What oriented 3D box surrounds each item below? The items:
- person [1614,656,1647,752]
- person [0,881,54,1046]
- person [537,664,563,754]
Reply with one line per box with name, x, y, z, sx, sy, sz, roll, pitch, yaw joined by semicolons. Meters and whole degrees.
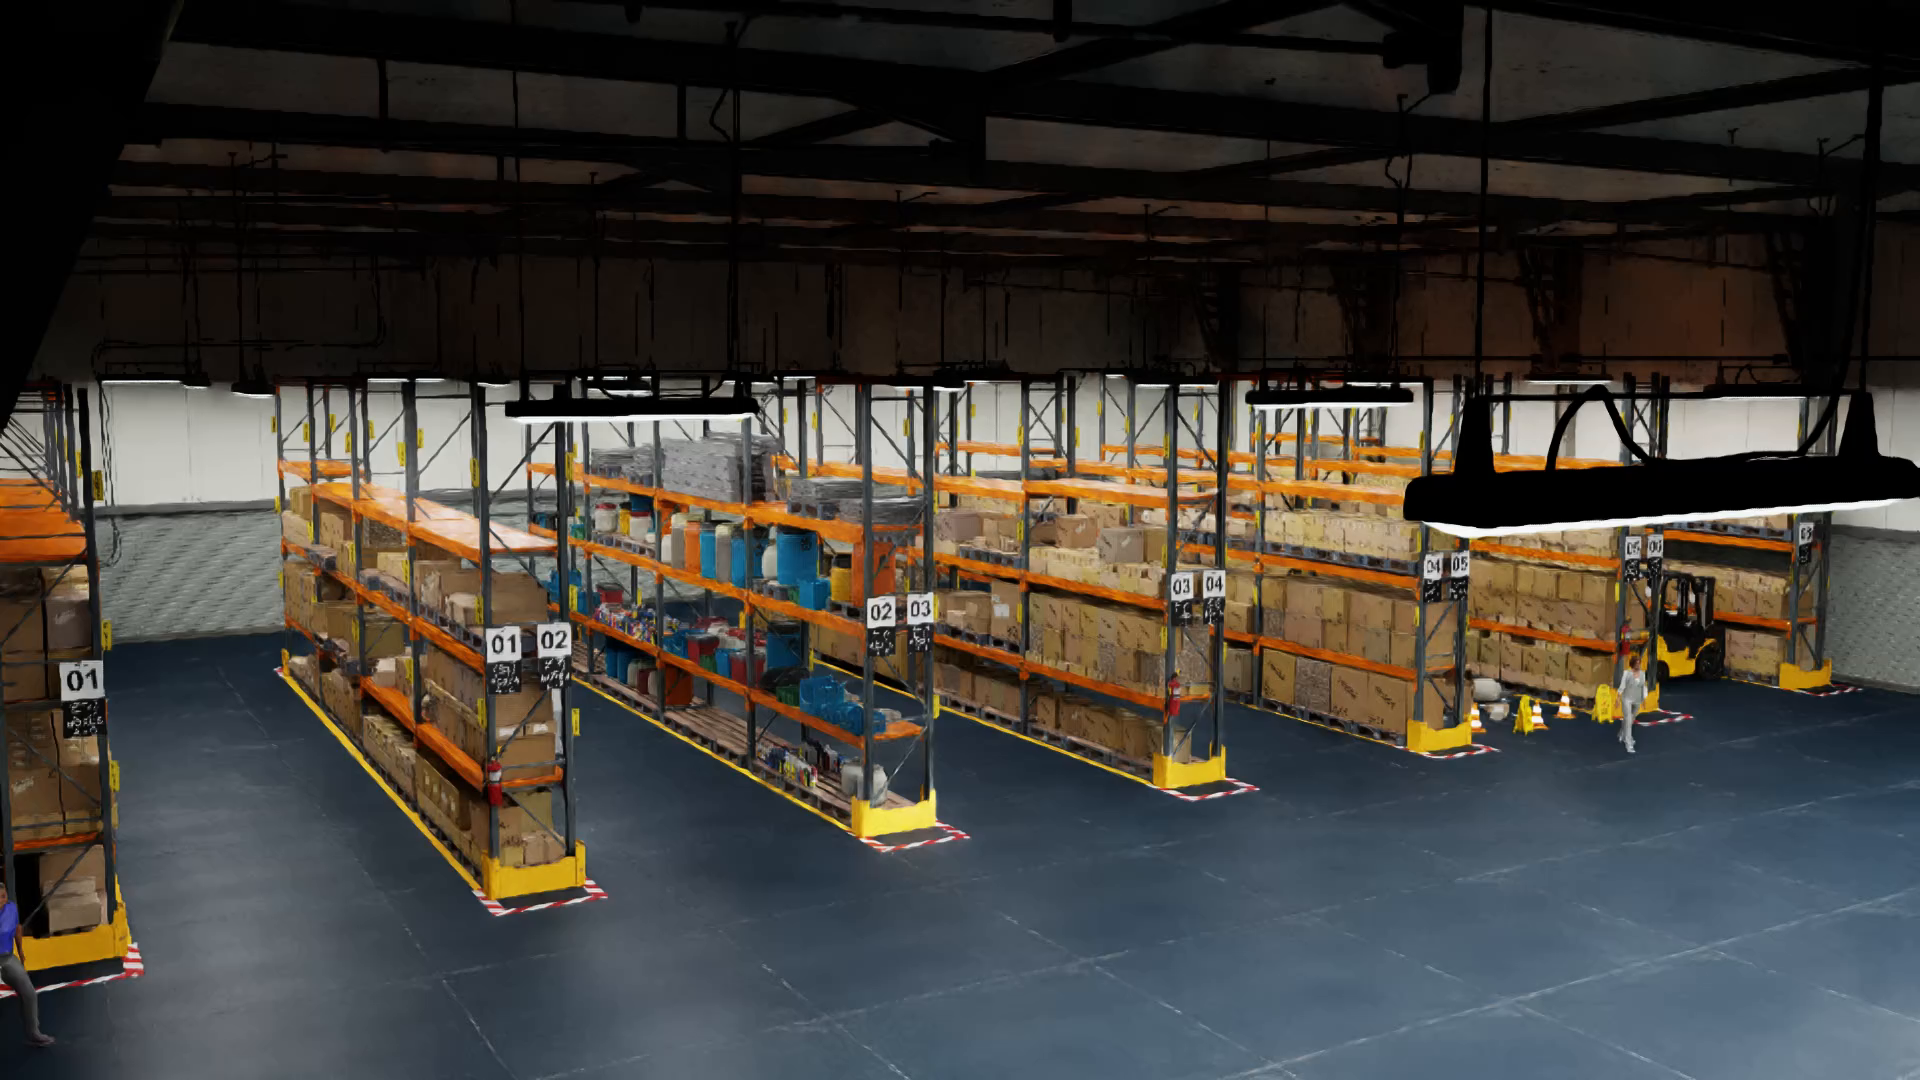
person;10.888;2.626;26.936;0.457;1.528;0.884;-1;6;-6
person;-8.808;3.870;15.231;0.781;1.595;0.615;5;8;39
person;-6.513;2.505;26.723;0.654;1.790;0.522;4;8;34
